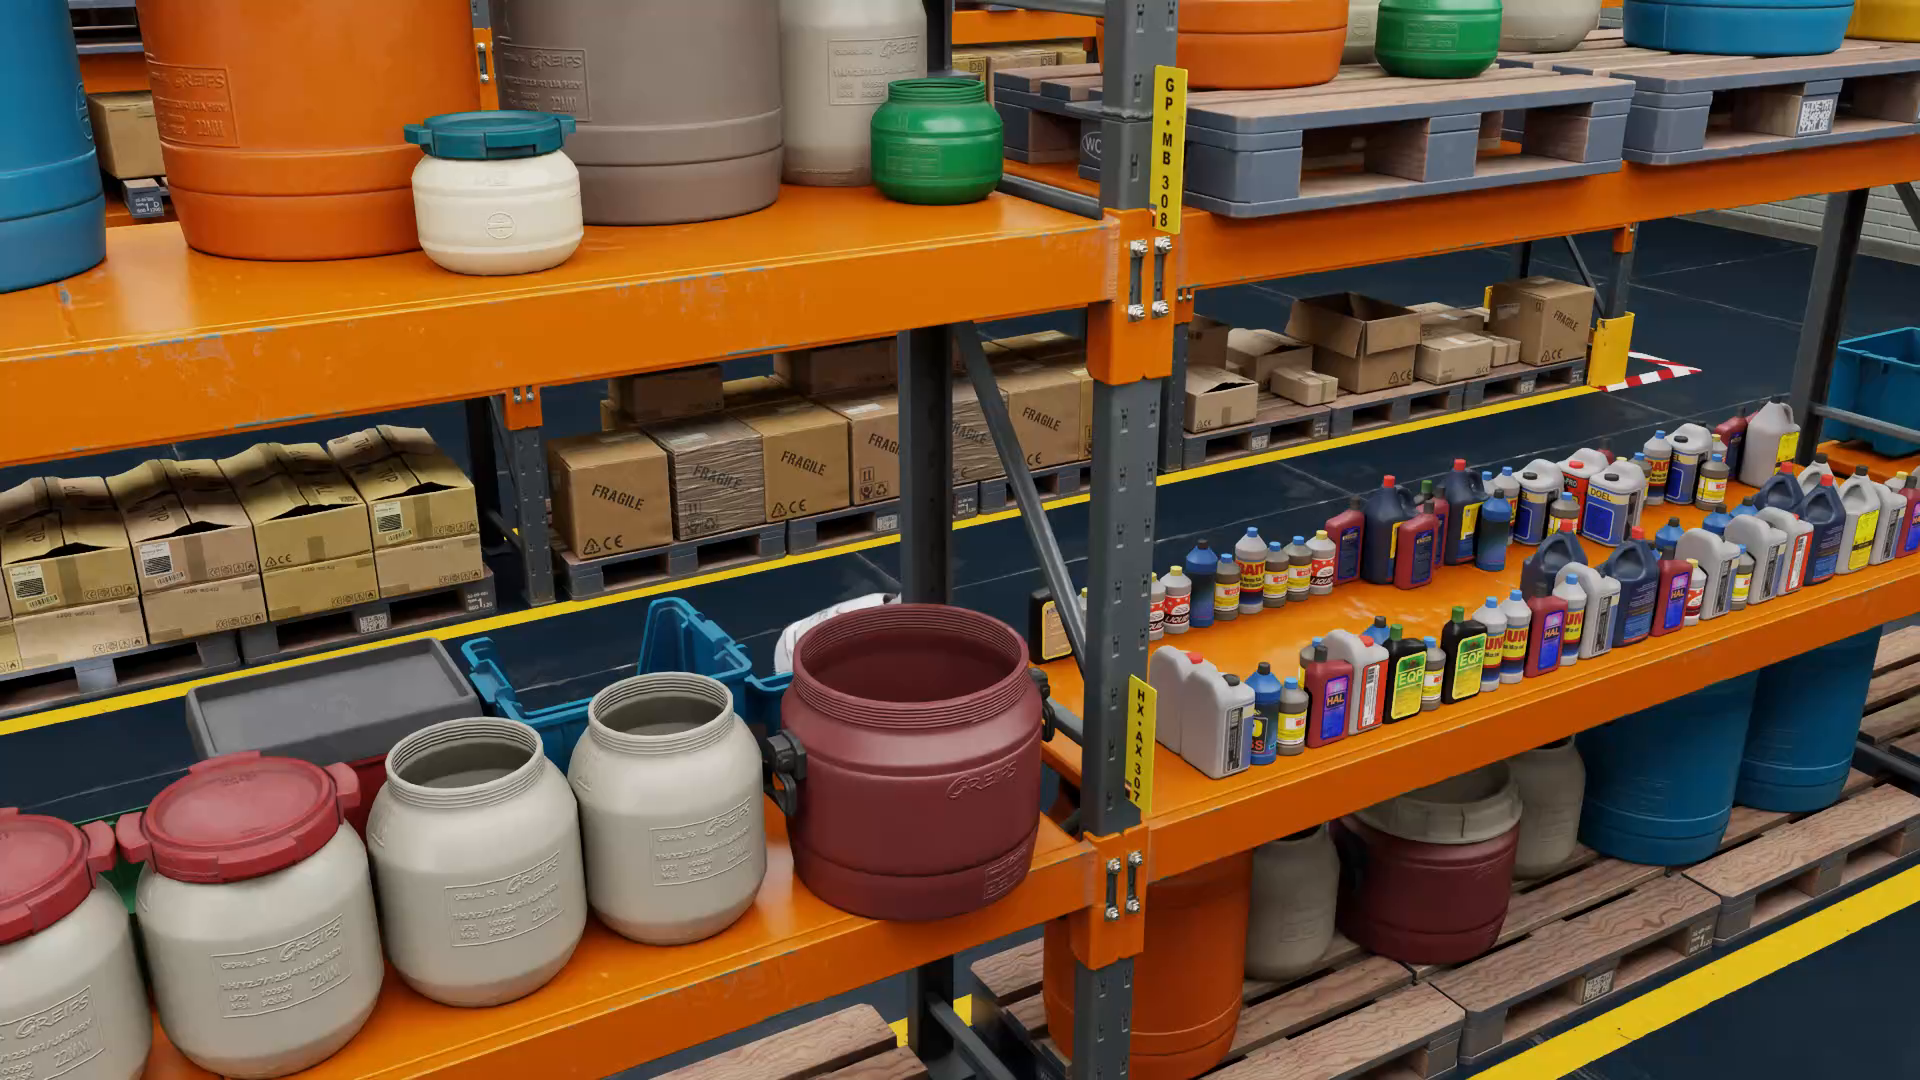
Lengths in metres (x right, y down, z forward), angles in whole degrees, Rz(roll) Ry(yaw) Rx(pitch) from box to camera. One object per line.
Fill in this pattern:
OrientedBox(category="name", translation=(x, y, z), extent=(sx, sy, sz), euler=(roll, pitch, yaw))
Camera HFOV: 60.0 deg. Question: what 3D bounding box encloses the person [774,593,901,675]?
OrientedBox(category="person", translation=(-0.395, 0.575, 6.618), extent=(0.493, 0.962, 0.844), euler=(-13, 25, -29))
